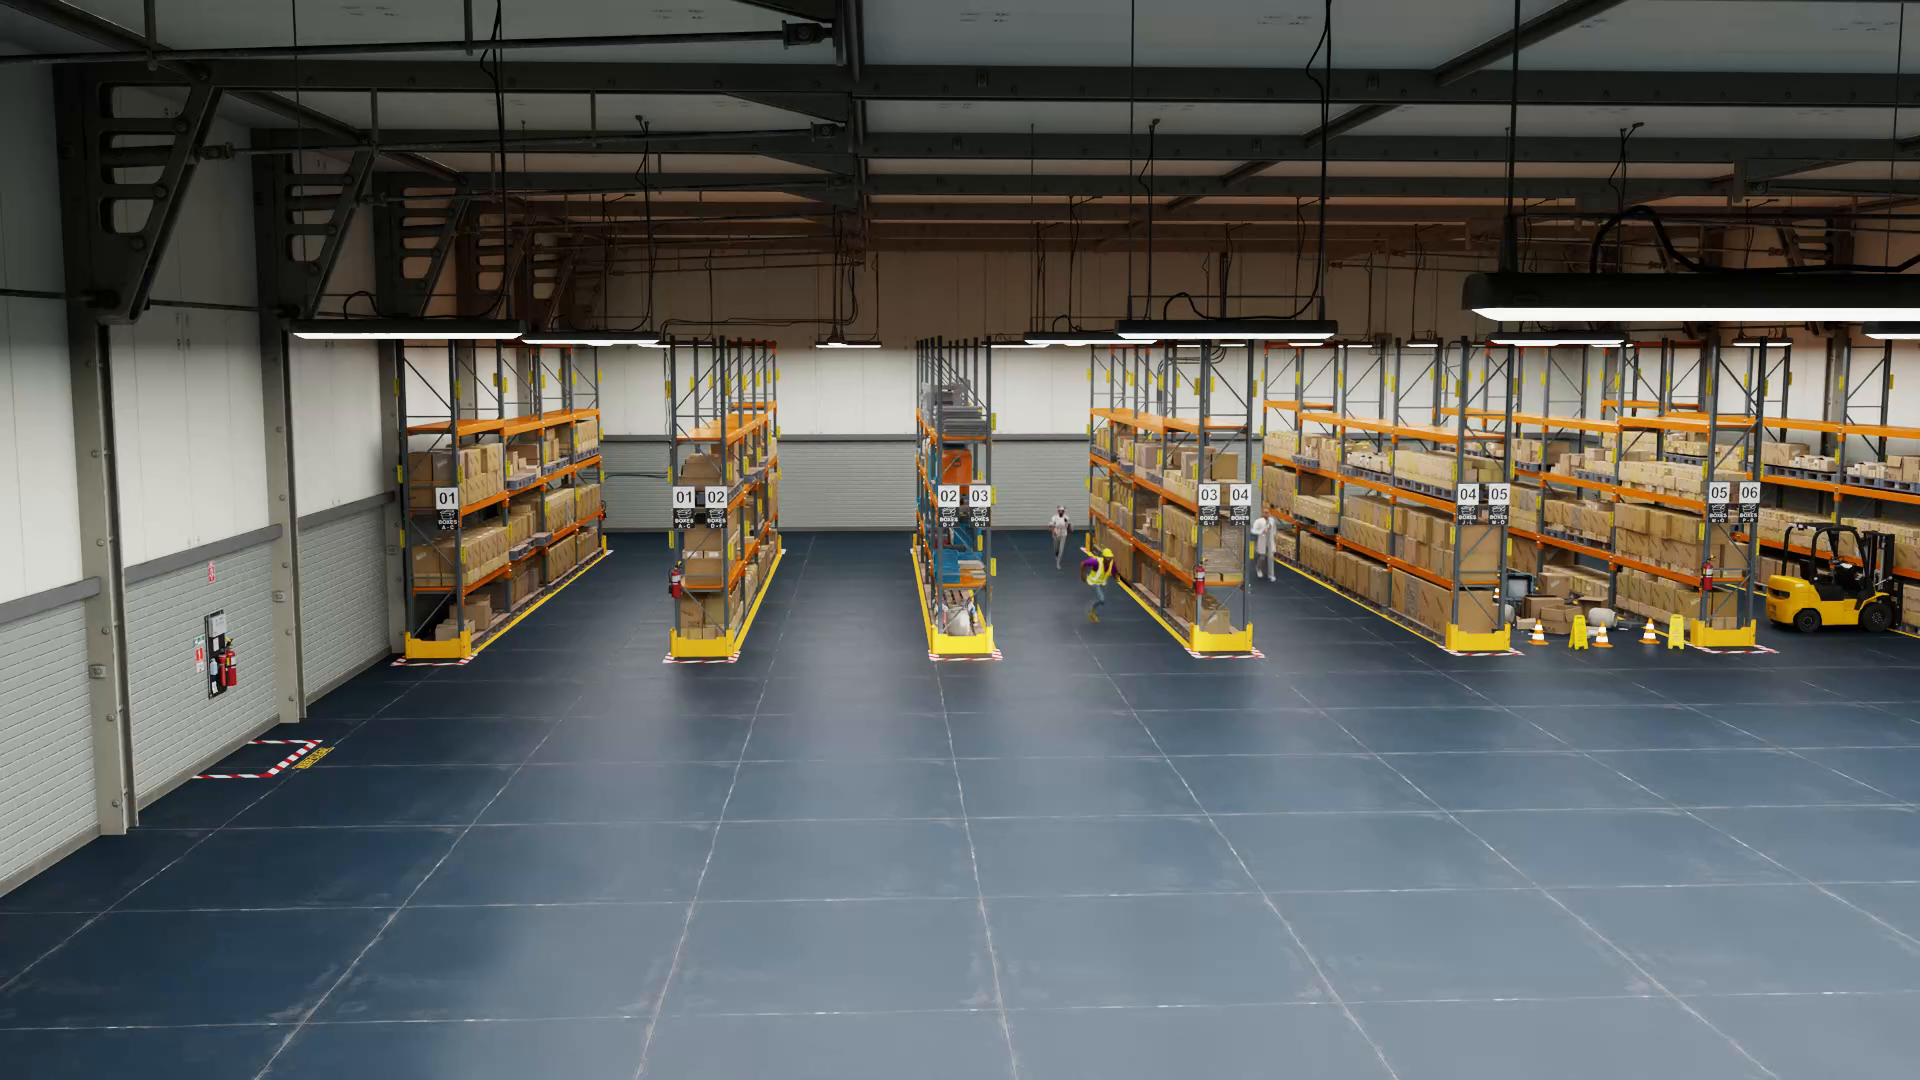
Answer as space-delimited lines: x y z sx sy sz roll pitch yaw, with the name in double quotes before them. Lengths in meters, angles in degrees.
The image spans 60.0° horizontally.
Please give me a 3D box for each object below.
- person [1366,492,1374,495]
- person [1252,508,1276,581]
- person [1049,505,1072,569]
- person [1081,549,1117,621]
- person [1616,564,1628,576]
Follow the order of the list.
"person" 11.464 -0.451 46.478 0.681 1.803 0.897 -3 7 -26
"person" 7.630 0.093 41.534 0.711 1.771 1.034 -1 7 -10
"person" 2.665 -0.098 44.139 0.600 1.677 0.783 0 6 -2
"person" 2.888 0.948 34.705 0.740 1.586 0.898 -4 8 -31
"person" 15.924 0.424 39.892 0.641 1.603 0.658 -1 7 -7
